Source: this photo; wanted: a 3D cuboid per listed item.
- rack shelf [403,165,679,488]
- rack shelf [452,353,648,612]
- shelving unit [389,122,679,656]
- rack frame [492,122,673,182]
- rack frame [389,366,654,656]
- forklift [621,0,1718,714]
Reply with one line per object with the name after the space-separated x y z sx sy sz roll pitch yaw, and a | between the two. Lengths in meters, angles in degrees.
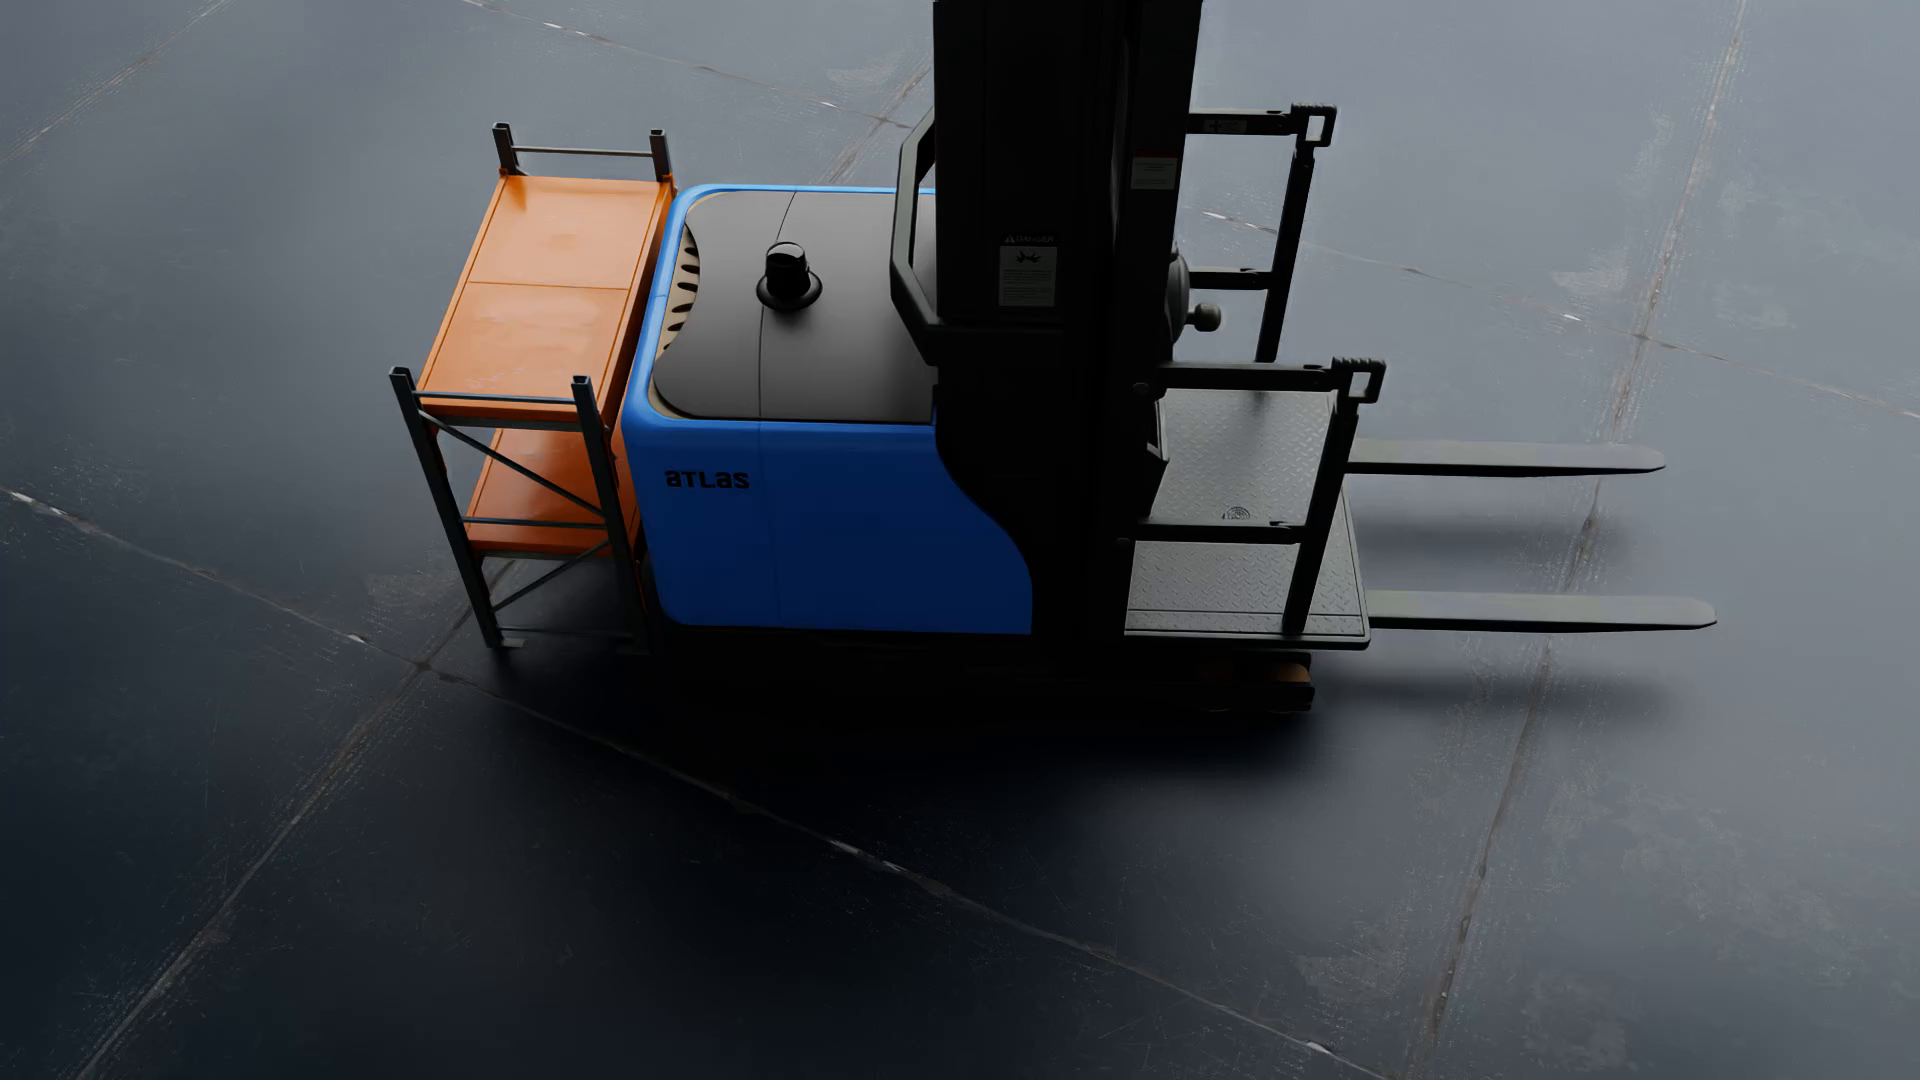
-1.131 -0.620 4.655 0.538 0.278 1.000 3 50 3 | rack shelf
-1.131 -0.272 5.064 0.538 0.278 1.000 3 50 3 | rack shelf
-1.131 -0.430 4.878 0.538 1.125 1.048 3 50 3 | shelving unit
-1.096 -0.817 5.206 0.500 1.125 0.032 3 50 3 | rack frame
-1.167 -0.044 4.549 0.500 1.125 0.032 3 50 3 | rack frame
0.667 -0.862 4.059 3.031 2.935 1.130 1 50 1 | forklift
